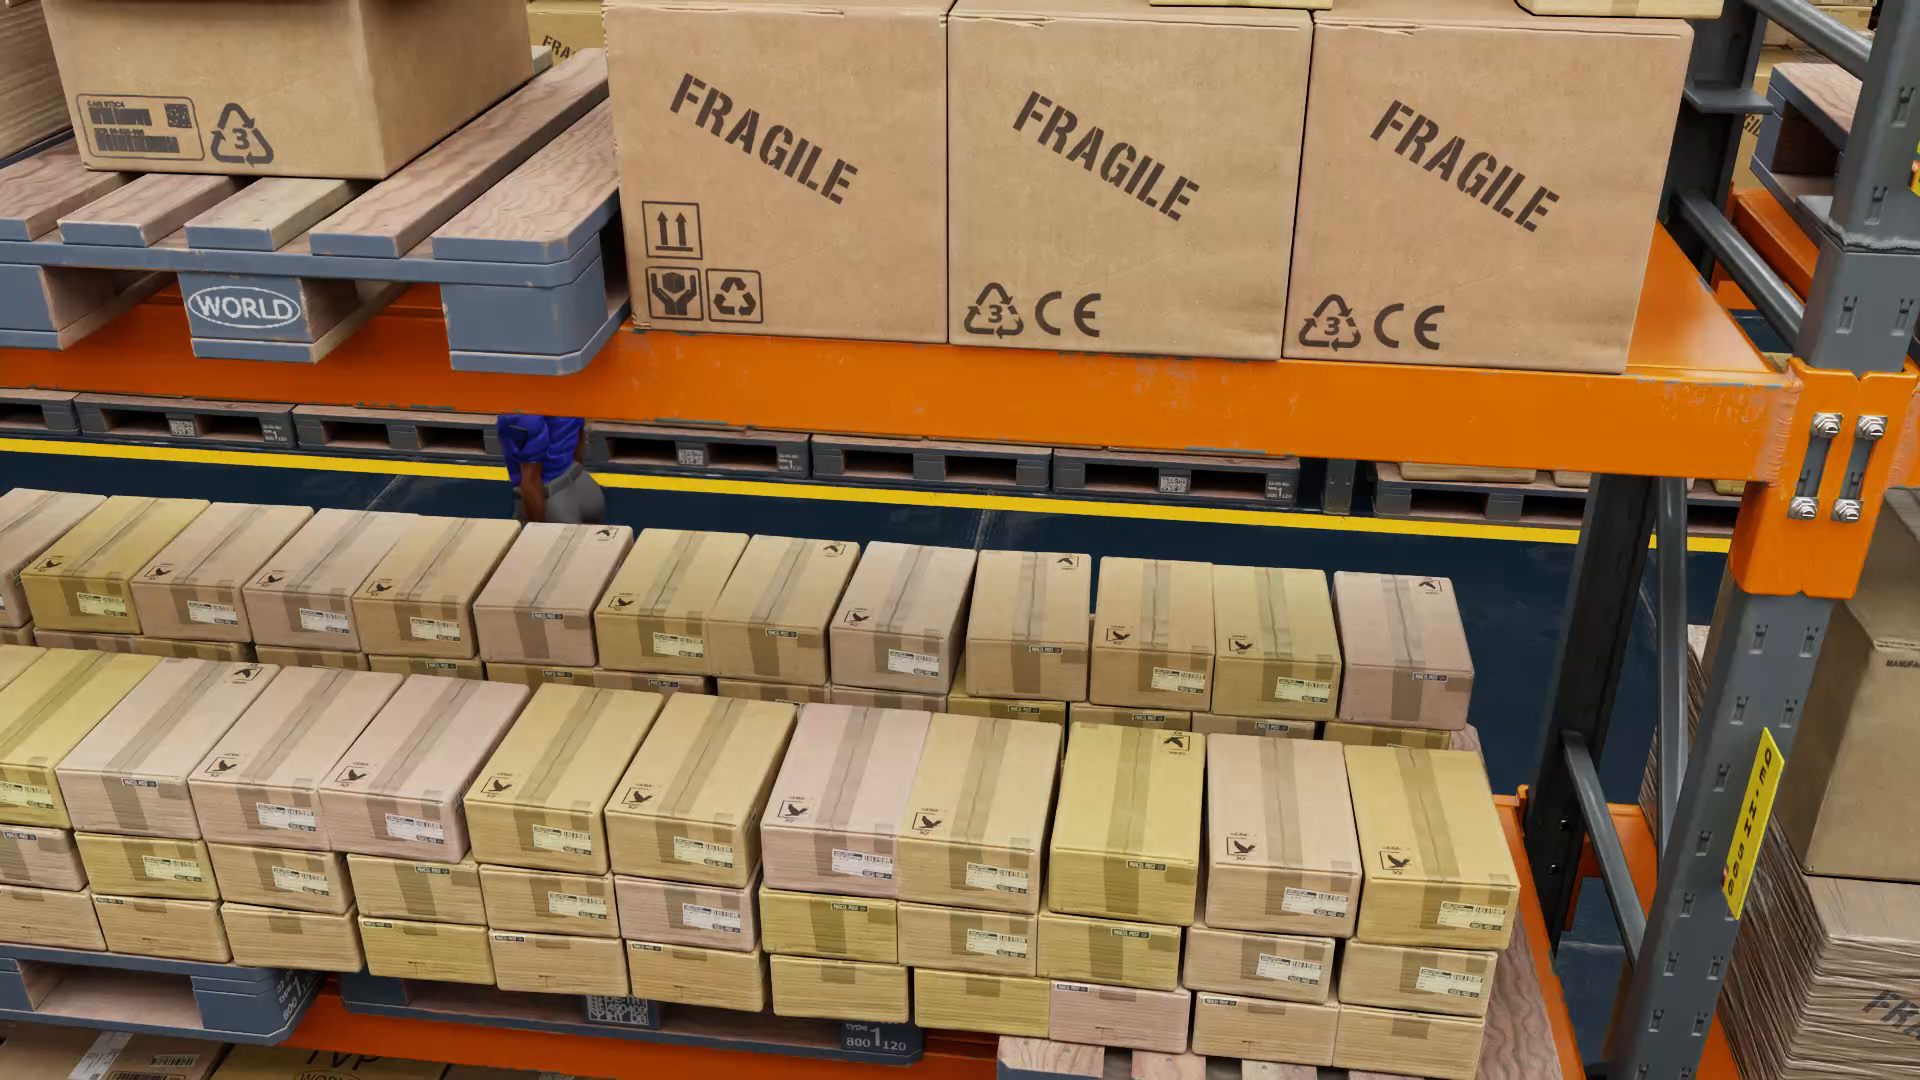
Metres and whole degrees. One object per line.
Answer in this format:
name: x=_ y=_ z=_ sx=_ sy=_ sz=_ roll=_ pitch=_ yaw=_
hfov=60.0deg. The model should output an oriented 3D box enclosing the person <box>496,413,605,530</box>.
person: x=-1.558 y=-0.088 z=6.275 sx=0.436 sy=1.686 sz=0.492 roll=9 pitch=30 yaw=17
